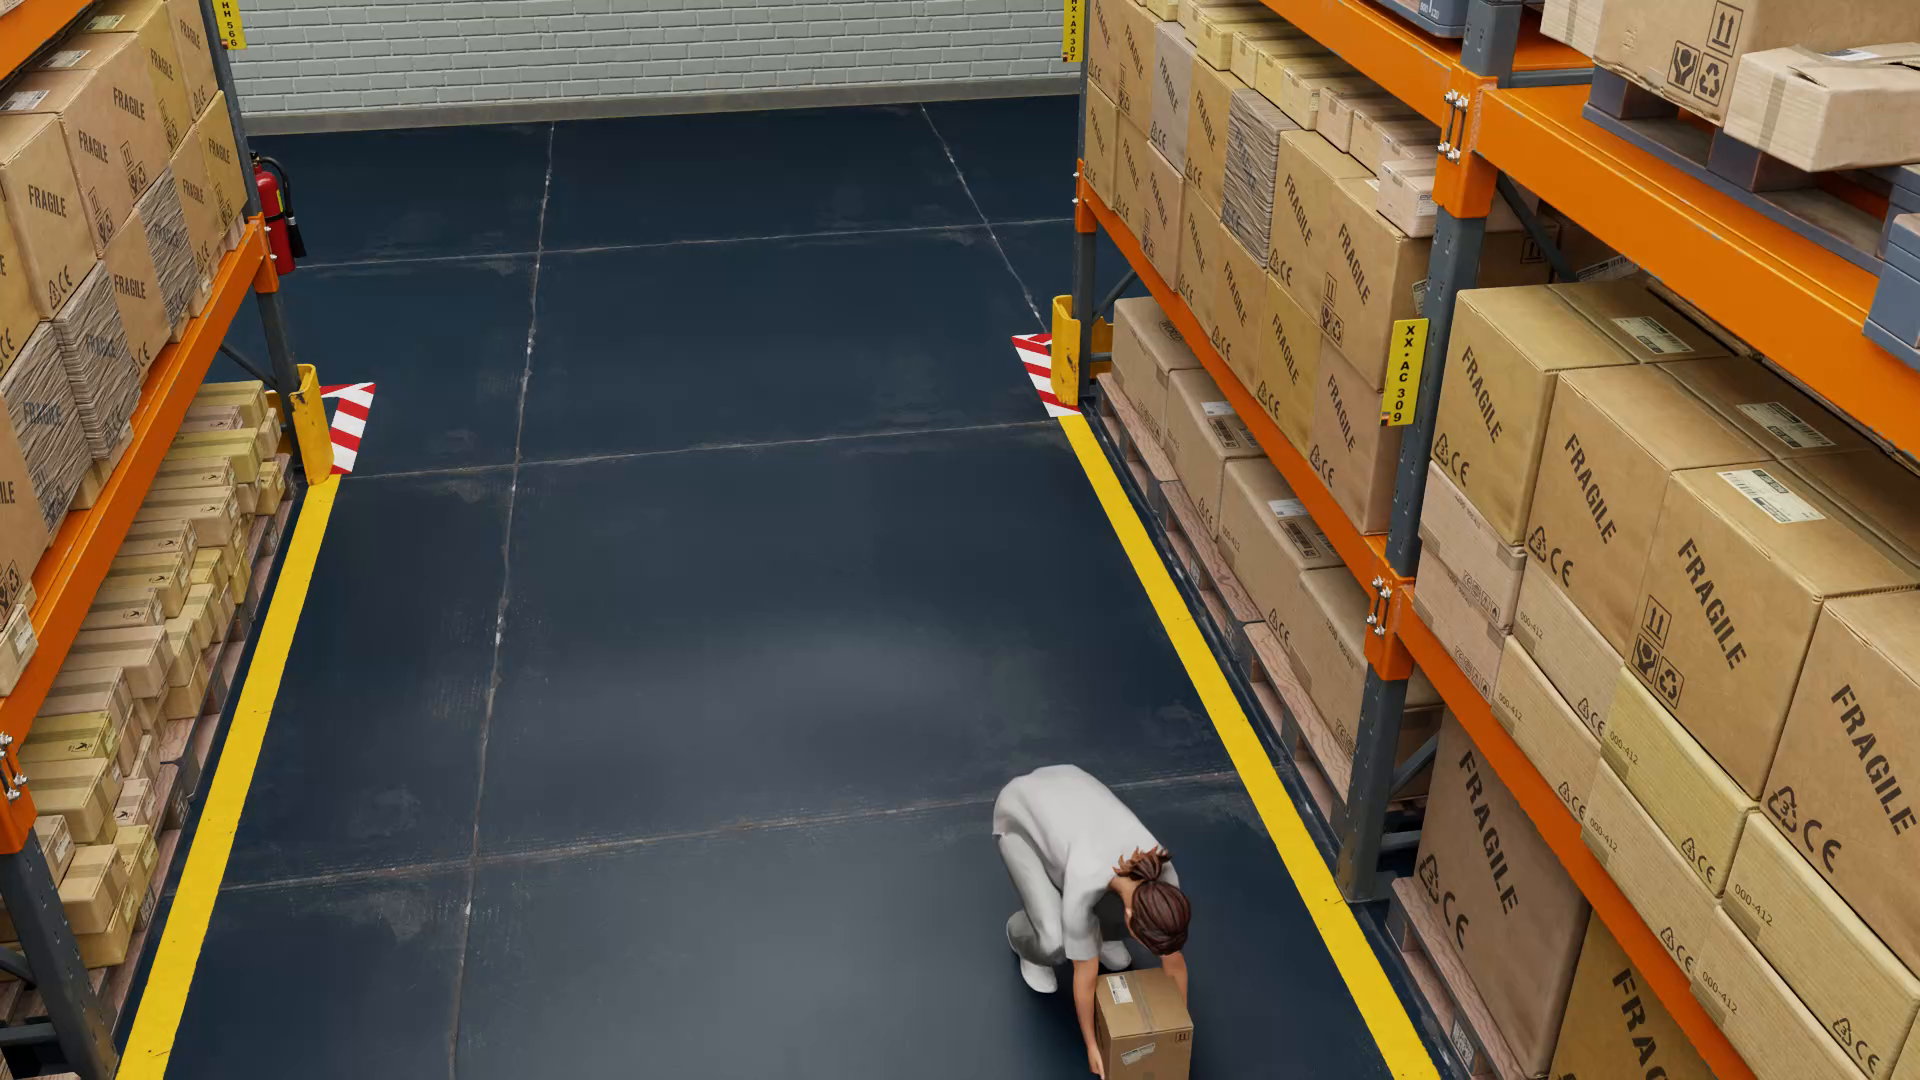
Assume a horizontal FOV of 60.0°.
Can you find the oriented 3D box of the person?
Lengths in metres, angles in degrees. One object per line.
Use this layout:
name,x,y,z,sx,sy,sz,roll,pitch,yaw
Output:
person,0.420,1.132,5.162,0.457,0.757,0.876,-13,33,-21
